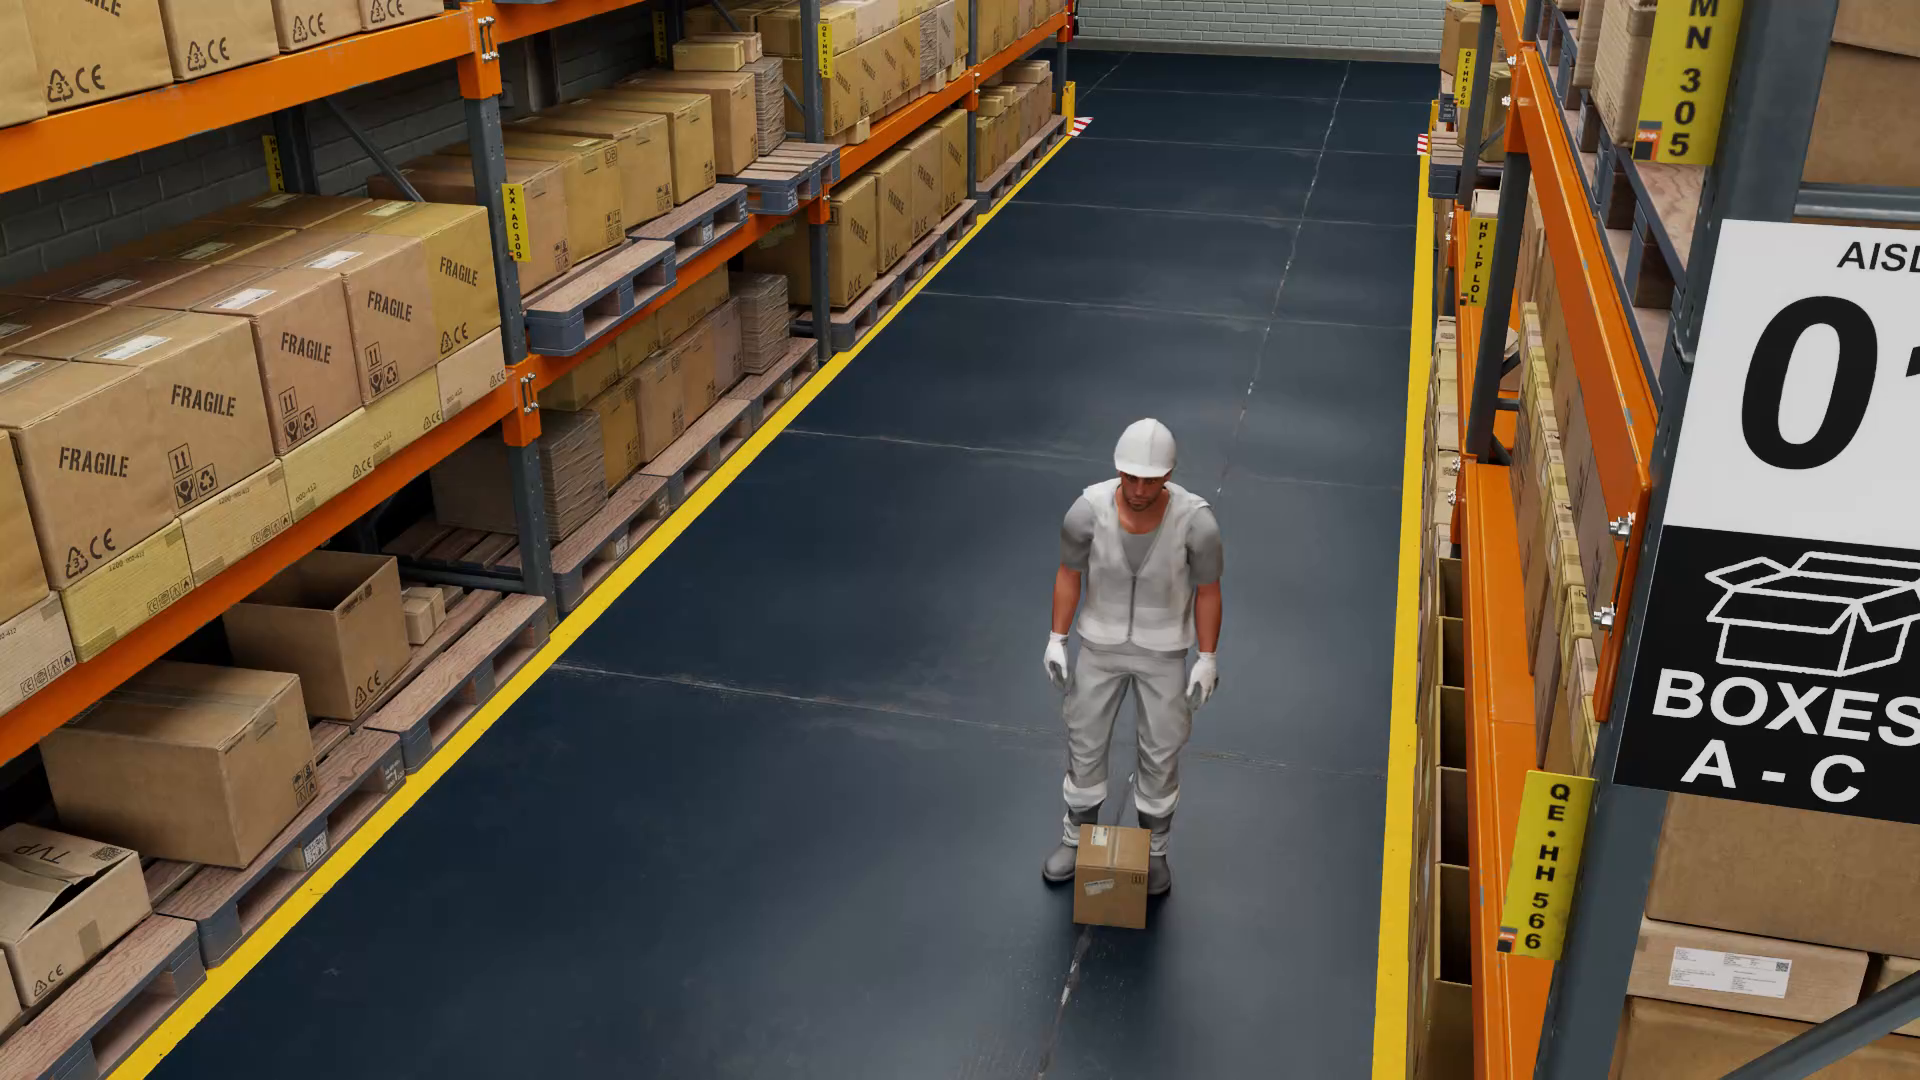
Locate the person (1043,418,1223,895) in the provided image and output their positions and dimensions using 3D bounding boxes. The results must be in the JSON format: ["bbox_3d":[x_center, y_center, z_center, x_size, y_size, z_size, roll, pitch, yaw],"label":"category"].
[{"bbox_3d":[0.591,0.400,5.736,0.609,1.779,0.454,6,26,13],"label":"person"}]
